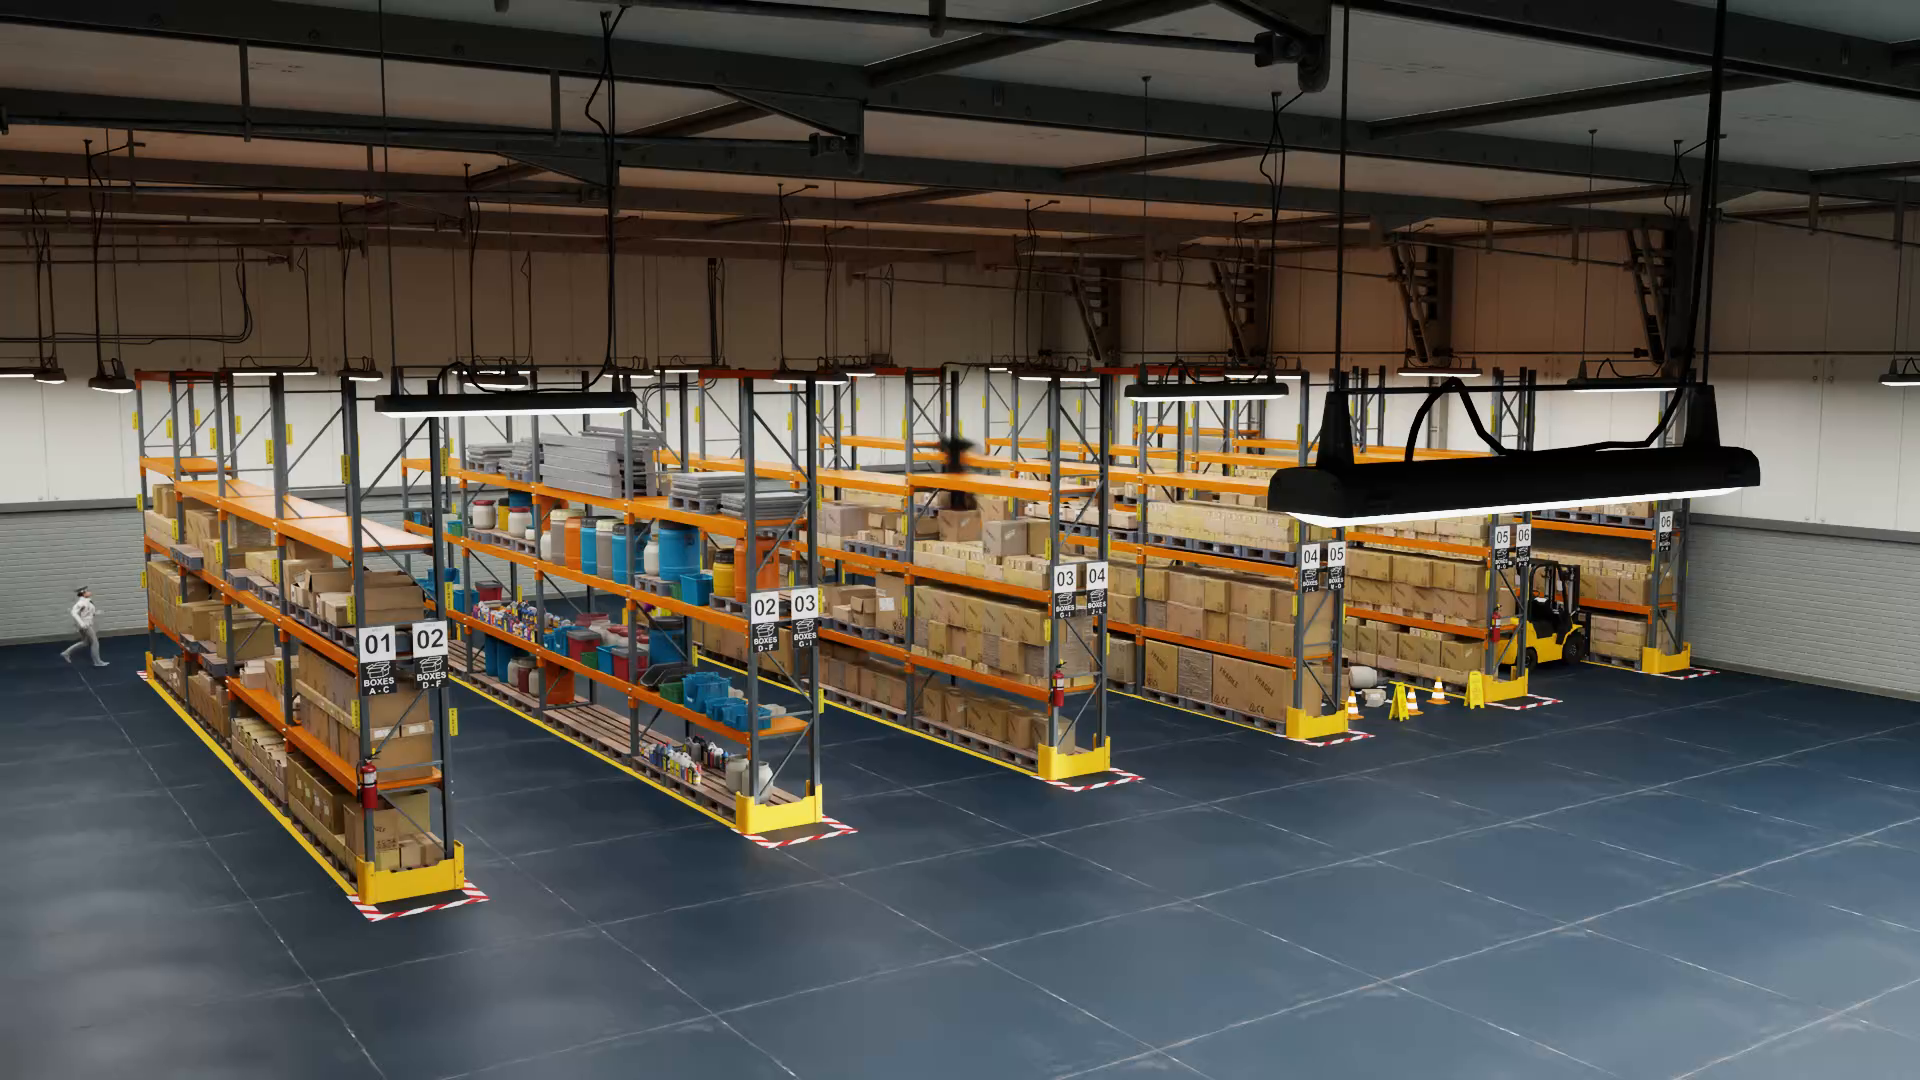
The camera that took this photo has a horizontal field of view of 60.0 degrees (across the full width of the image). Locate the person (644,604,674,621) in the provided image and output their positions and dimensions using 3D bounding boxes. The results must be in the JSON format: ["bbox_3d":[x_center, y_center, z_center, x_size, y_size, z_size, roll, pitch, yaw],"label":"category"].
[{"bbox_3d":[-6.048,1.700,33.630,0.585,1.719,0.715,6,9,43],"label":"person"}]

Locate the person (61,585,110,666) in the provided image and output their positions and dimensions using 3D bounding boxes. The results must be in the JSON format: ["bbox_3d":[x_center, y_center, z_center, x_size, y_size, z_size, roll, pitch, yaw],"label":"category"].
[{"bbox_3d":[-17.576,1.721,33.343,0.858,1.673,0.604,-3,7,-25],"label":"person"}]
